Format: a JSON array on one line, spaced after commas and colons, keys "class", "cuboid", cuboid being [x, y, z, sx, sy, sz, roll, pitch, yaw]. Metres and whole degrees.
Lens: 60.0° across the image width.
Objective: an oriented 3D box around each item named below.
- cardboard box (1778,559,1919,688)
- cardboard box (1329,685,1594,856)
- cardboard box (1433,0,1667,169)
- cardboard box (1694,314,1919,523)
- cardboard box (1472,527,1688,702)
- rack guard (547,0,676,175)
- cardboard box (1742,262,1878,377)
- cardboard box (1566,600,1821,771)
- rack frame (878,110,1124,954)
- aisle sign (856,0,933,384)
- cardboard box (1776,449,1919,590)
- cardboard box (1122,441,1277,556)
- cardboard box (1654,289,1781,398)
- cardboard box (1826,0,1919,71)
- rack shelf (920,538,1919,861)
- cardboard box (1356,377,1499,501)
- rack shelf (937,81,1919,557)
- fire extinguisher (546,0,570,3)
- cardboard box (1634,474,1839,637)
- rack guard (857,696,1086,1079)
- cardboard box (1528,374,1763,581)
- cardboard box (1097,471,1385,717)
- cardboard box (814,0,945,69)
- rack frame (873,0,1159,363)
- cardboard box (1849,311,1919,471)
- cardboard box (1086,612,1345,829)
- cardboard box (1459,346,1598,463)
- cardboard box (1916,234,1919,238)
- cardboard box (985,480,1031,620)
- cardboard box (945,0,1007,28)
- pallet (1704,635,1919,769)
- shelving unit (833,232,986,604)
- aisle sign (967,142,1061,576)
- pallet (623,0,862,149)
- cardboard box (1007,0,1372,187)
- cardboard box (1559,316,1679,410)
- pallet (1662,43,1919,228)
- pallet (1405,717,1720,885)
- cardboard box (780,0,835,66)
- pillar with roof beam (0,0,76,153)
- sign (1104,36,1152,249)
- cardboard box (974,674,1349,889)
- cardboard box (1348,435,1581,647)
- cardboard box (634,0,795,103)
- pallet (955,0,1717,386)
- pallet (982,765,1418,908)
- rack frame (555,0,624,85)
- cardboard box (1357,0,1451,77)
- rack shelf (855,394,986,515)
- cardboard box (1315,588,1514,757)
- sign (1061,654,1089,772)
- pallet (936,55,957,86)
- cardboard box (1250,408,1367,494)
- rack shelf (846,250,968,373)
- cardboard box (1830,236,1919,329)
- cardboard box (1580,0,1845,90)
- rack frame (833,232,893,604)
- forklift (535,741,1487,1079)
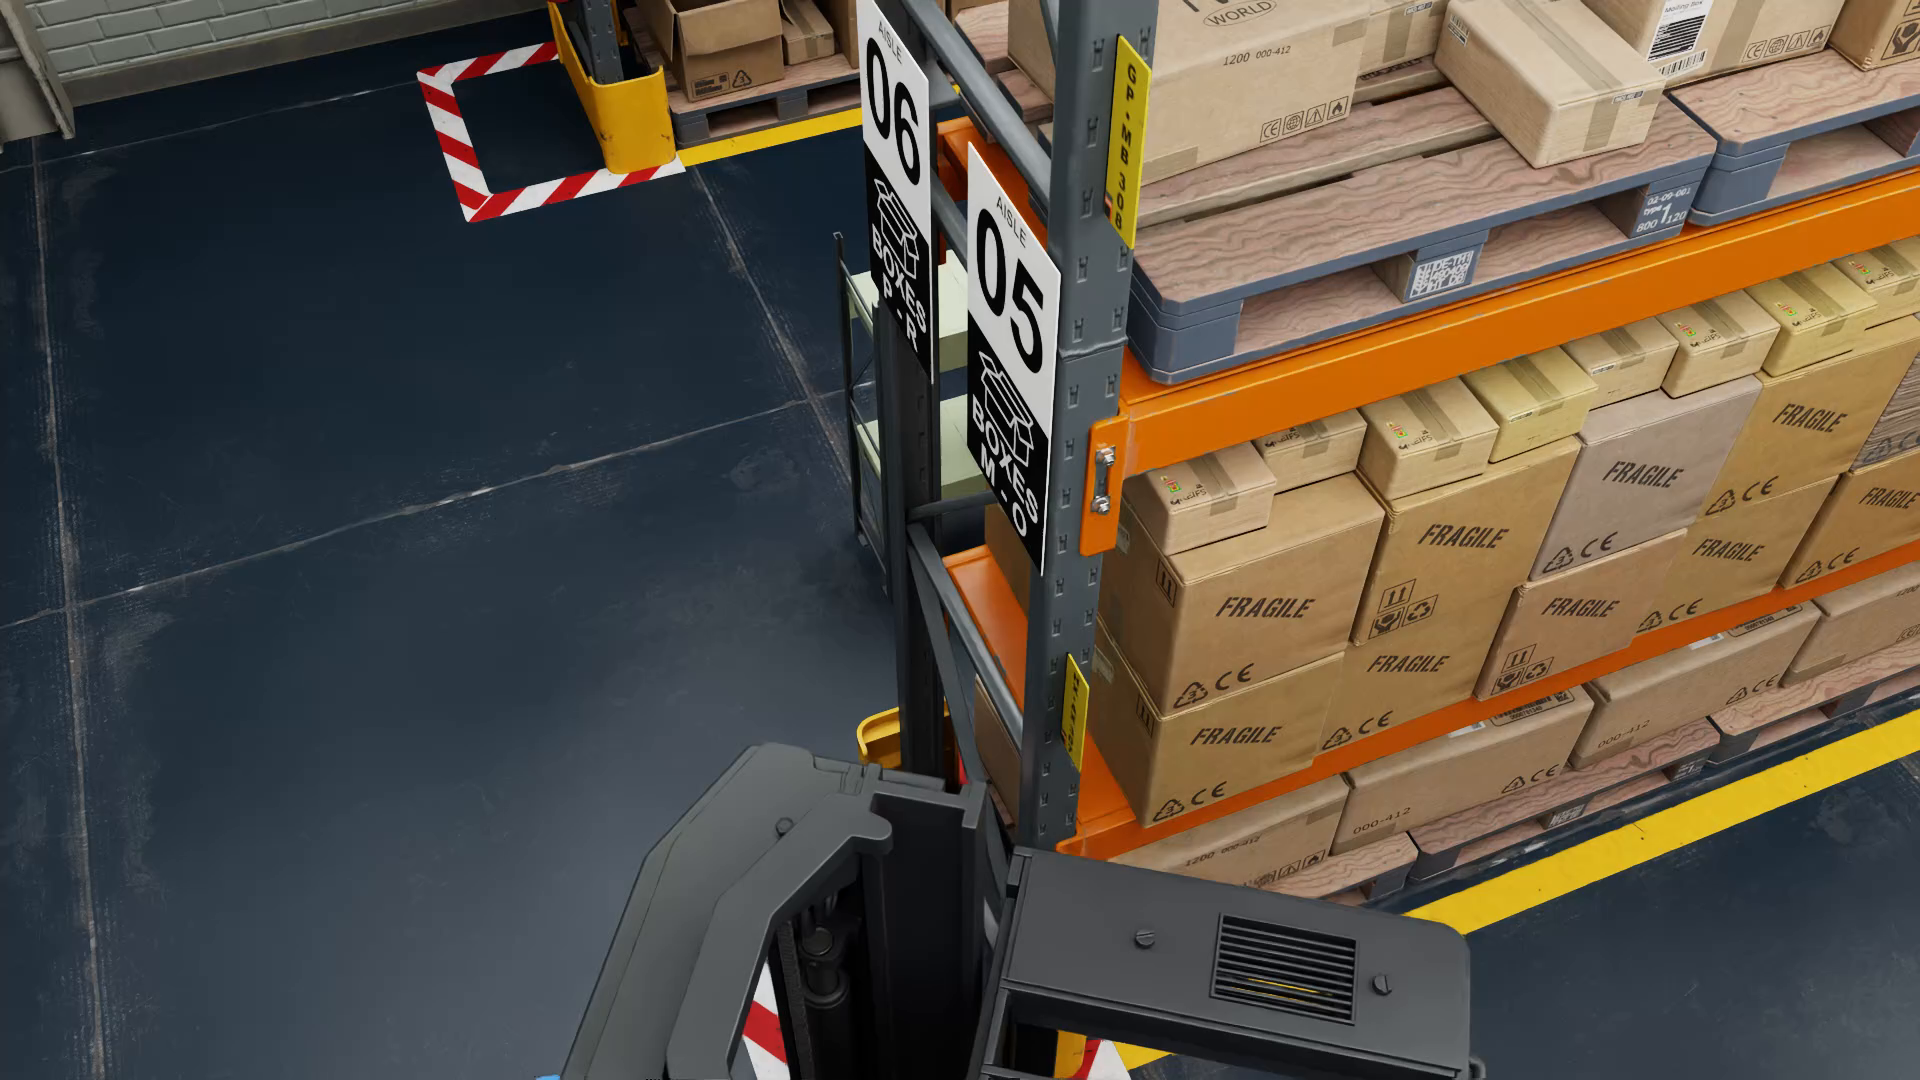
[{"class": "cardboard box", "cuboid": [3.129, -0.045, 6.064, 0.875, 0.438, 0.875, -18, 52, -15]}, {"class": "cardboard box", "cuboid": [1.465, 0.470, 5.622, 0.875, 0.438, 0.875, -16, 51, -13]}, {"class": "cardboard box", "cuboid": [1.142, -0.915, 3.245, 0.250, 0.149, 0.380, -16, 51, -13]}, {"class": "cardboard box", "cuboid": [2.011, -0.446, 4.271, 0.500, 0.500, 0.500, -17, 51, -14]}, {"class": "cardboard box", "cuboid": [1.536, 0.033, 4.519, 0.500, 0.500, 0.500, -17, 52, -14]}, {"class": "rack guard", "cuboid": [-1.762, -2.392, 8.316, 0.348, 0.500, 1.175, -17, 52, -14]}, {"class": "cardboard box", "cuboid": [1.933, -0.592, 3.970, 0.250, 0.149, 0.380, -18, 52, -15]}, {"class": "cardboard box", "cuboid": [2.301, 0.213, 5.843, 0.875, 0.438, 0.875, -19, 52, -15]}, {"class": "rack frame", "cuboid": [0.048, 0.300, 4.356, 0.127, 3.000, 1.000, -17, 52, -14]}, {"class": "aisle sign", "cuboid": [-0.136, -0.744, 3.539, 0.004, 0.787, 0.394, -17, 52, -14]}, {"class": "cardboard box", "cuboid": [2.484, -0.261, 4.772, 0.500, 0.500, 0.500, -18, 52, -15]}, {"class": "cardboard box", "cuboid": [0.481, -0.177, 3.613, 0.250, 0.149, 0.380, -16, 51, -13]}, {"class": "cardboard box", "cuboid": [1.688, -0.539, 3.924, 0.250, 0.149, 0.380, -17, 51, -14]}, {"class": "cardboard box", "cuboid": [1.971, -1.352, 3.389, 0.500, 0.500, 0.500, -16, 51, -14]}, {"class": "rack shelf", "cuboid": [1.899, -0.039, 5.121, 4.000, 0.370, 1.077, -17, 52, -14]}, {"class": "cardboard box", "cuboid": [0.981, -0.296, 3.715, 0.250, 0.149, 0.380, -16, 51, -13]}, {"class": "rack shelf", "cuboid": [1.899, -1.017, 3.983, 4.000, 0.370, 1.077, -17, 52, -14]}, {"class": "fire extinguisher", "cuboid": [-1.794, -2.671, 7.205, 0.183, 0.674, 0.296, -17, 52, -14]}, {"class": "cardboard box", "cuboid": [1.994, -0.122, 4.652, 0.500, 0.500, 0.500, -16, 51, -13]}, {"class": "rack guard", "cuboid": [0.026, 1.121, 5.298, 0.348, 0.500, 1.175, -17, 52, -14]}, {"class": "cardboard box", "cuboid": [1.549, -0.302, 4.148, 0.500, 0.500, 0.500, -18, 52, -15]}, {"class": "cardboard box", "cuboid": [0.600, 0.004, 3.885, 0.500, 0.500, 0.500, -18, 52, -15]}, {"class": "cardboard box", "cuboid": [-0.424, -2.834, 8.418, 0.500, 0.500, 0.700, -15, 51, -13]}, {"class": "rack frame", "cuboid": [0.048, -1.654, 2.080, 0.127, 3.000, 1.000, -17, 52, -14]}, {"class": "cardboard box", "cuboid": [2.478, -0.584, 4.390, 0.500, 0.500, 0.500, -17, 51, -14]}, {"class": "cardboard box", "cuboid": [0.601, 0.331, 4.263, 0.500, 0.500, 0.500, -18, 52, -15]}, {"class": "cardboard box", "cuboid": [1.218, -0.384, 3.791, 0.250, 0.149, 0.380, -19, 52, -15]}, {"class": "cardboard box", "cuboid": [2.379, -0.783, 4.133, 0.250, 0.149, 0.380, -18, 52, -15]}, {"class": "cardboard box", "cuboid": [0.394, -0.057, 4.596, 0.500, 0.500, 0.500, -17, 51, -14]}, {"class": "cardboard box", "cuboid": [0.103, -2.916, 8.488, 0.500, 0.500, 0.500, -16, 51, -14]}, {"class": "pallet", "cuboid": [3.017, 0.224, 6.259, 1.213, 0.211, 1.003, -17, 52, -14]}, {"class": "shelving unit", "cuboid": [0.006, -0.491, 6.023, 0.755, 1.500, 0.431, -17, 52, -14]}, {"class": "aisle sign", "cuboid": [0.091, -0.323, 3.177, 0.004, 0.787, 0.394, -17, 52, -14]}, {"class": "pallet", "cuboid": [-1.024, -2.528, 8.622, 1.213, 0.211, 1.003, -17, 52, -14]}, {"class": "cardboard box", "cuboid": [0.430, -0.990, 3.243, 0.500, 0.250, 0.500, -22, 53, -18]}, {"class": "cardboard box", "cuboid": [1.441, -0.497, 3.888, 0.250, 0.149, 0.380, -17, 51, -14]}, {"class": "pallet", "cuboid": [1.862, -1.221, 3.744, 1.213, 0.211, 1.003, -17, 52, -14]}, {"class": "pallet", "cuboid": [1.886, 0.577, 5.956, 1.213, 0.211, 1.003, -17, 52, -14]}, {"class": "cardboard box", "cuboid": [-0.822, -2.596, 8.446, 0.250, 0.149, 0.380, -19, 52, -16]}, {"class": "pillar with roof beam", "cuboid": [-3.041, -1.976, 2.356, 0.400, 9.000, 9.100, -17, 52, -14]}, {"class": "sign", "cuboid": [0.252, -0.596, 2.520, 0.005, 0.325, 0.100, -17, 52, -14]}, {"class": "cardboard box", "cuboid": [0.621, 0.738, 5.391, 0.875, 0.438, 0.875, -19, 52, -15]}, {"class": "cardboard box", "cuboid": [1.076, -0.149, 4.017, 0.500, 0.500, 0.500, -18, 52, -15]}, {"class": "cardboard box", "cuboid": [-1.230, -2.617, 8.230, 0.637, 0.503, 0.797, -19, 52, -16]}, {"class": "pallet", "cuboid": [0.731, -0.868, 3.441, 1.213, 0.211, 1.003, -17, 52, -14]}, {"class": "pallet", "cuboid": [0.759, 0.924, 5.658, 1.213, 0.211, 1.003, -17, 52, -14]}, {"class": "rack frame", "cuboid": [-1.832, -3.185, 7.349, 0.127, 3.000, 1.000, -17, 52, -14]}, {"class": "cardboard box", "cuboid": [0.788, -1.134, 3.433, 0.250, 0.149, 0.380, -21, 52, -17]}, {"class": "rack shelf", "cuboid": [0.006, -0.278, 6.271, 0.720, 0.370, 0.431, -17, 52, -14]}, {"class": "cardboard box", "cuboid": [1.059, 0.167, 4.404, 0.500, 0.500, 0.500, -18, 52, -15]}, {"class": "sign", "cuboid": [0.252, 0.384, 3.661, 0.005, 0.325, 0.100, -17, 52, -14]}, {"class": "pallet", "cuboid": [0.103, -2.875, 8.920, 1.213, 0.211, 1.003, -17, 52, -14]}, {"class": "cardboard box", "cuboid": [0.697, -0.302, 3.720, 0.250, 0.149, 0.380, -16, 51, -13]}, {"class": "rack shelf", "cuboid": [0.006, -0.745, 5.727, 0.720, 0.370, 0.431, -17, 52, -14]}, {"class": "cardboard box", "cuboid": [2.157, -0.702, 4.064, 0.250, 0.149, 0.380, -17, 52, -14]}, {"class": "cardboard box", "cuboid": [1.453, -1.212, 3.393, 0.500, 0.311, 0.500, -16, 51, -14]}, {"class": "rack frame", "cuboid": [-0.333, -0.386, 5.933, 0.023, 1.500, 0.400, -17, 52, -14]}, {"class": "forklift", "cuboid": [0.284, 1.640, 3.251, 3.031, 2.935, 1.130, 9, 50, 8]}]
